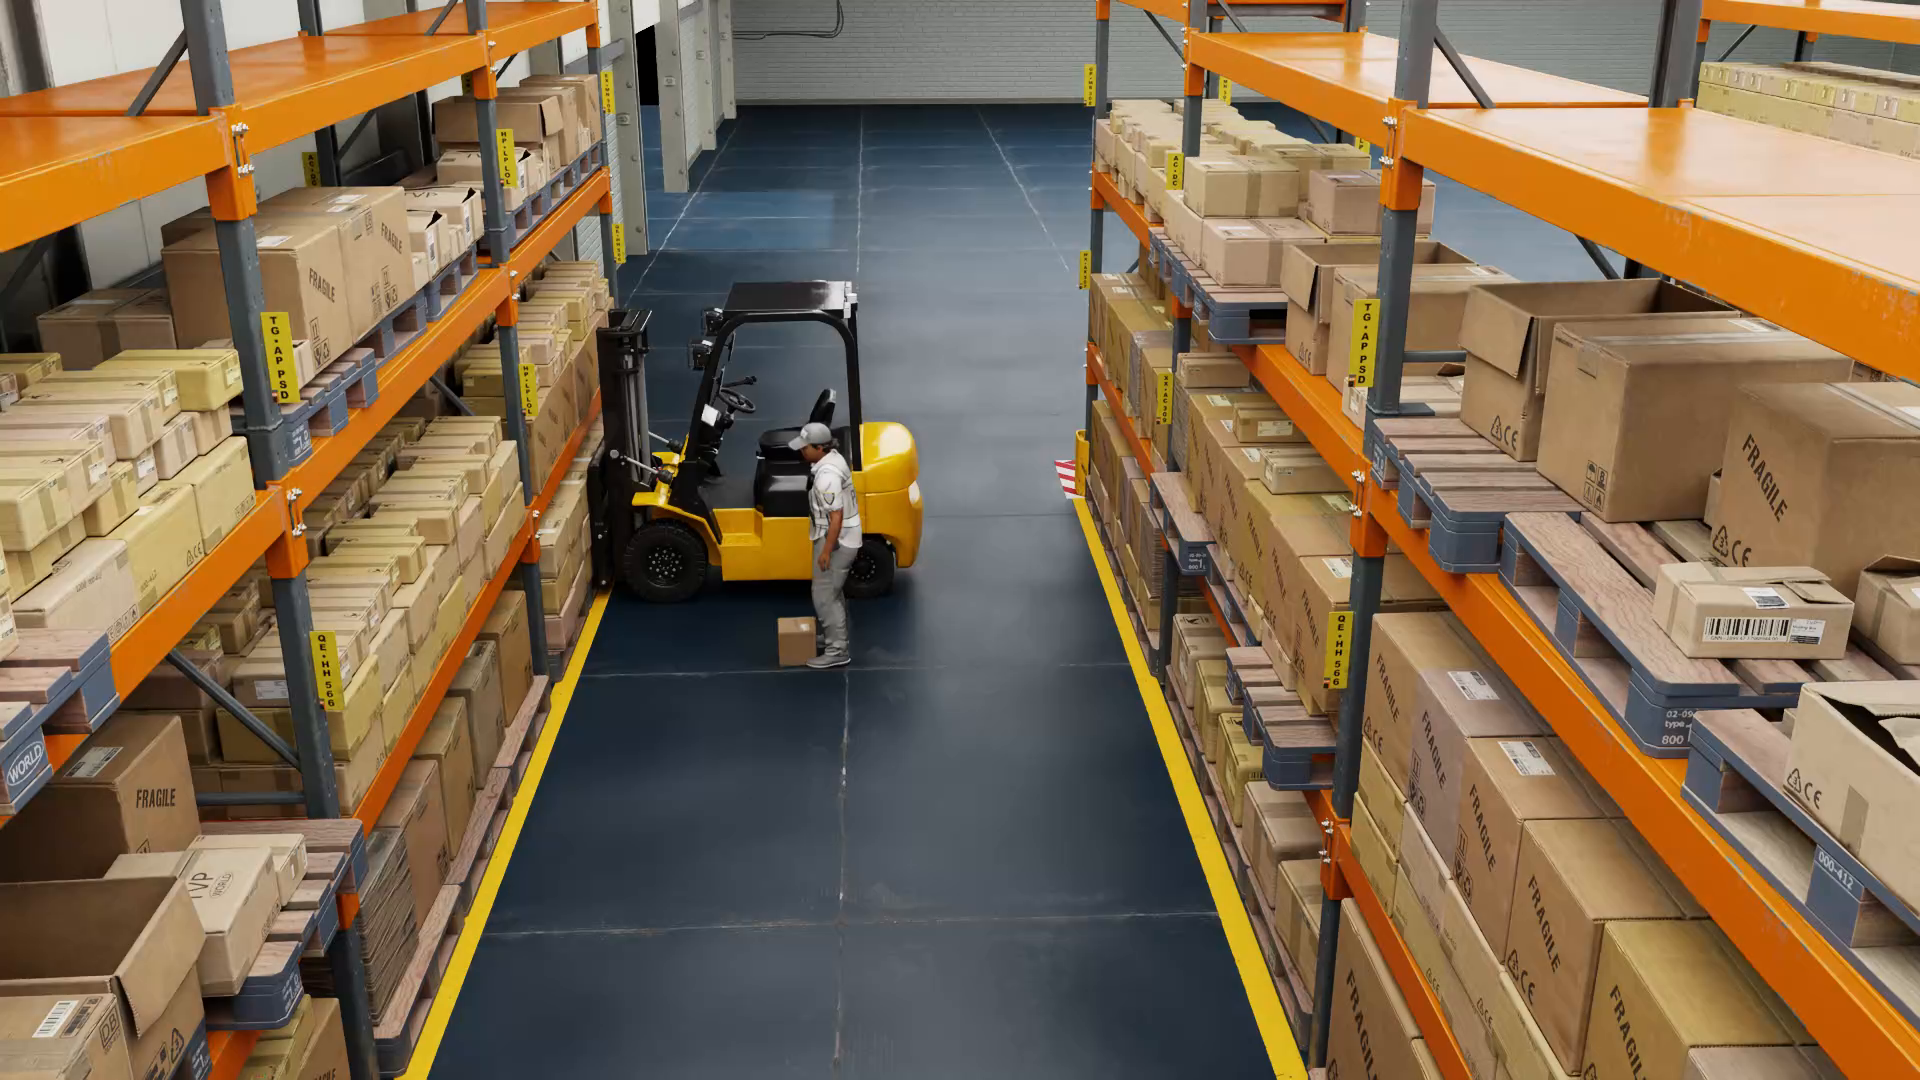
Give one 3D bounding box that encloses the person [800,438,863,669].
[{"bbox_3d":[-0.850,0.030,11.046,0.401,1.625,0.532,-2,21,-5],"label":"person"}]
